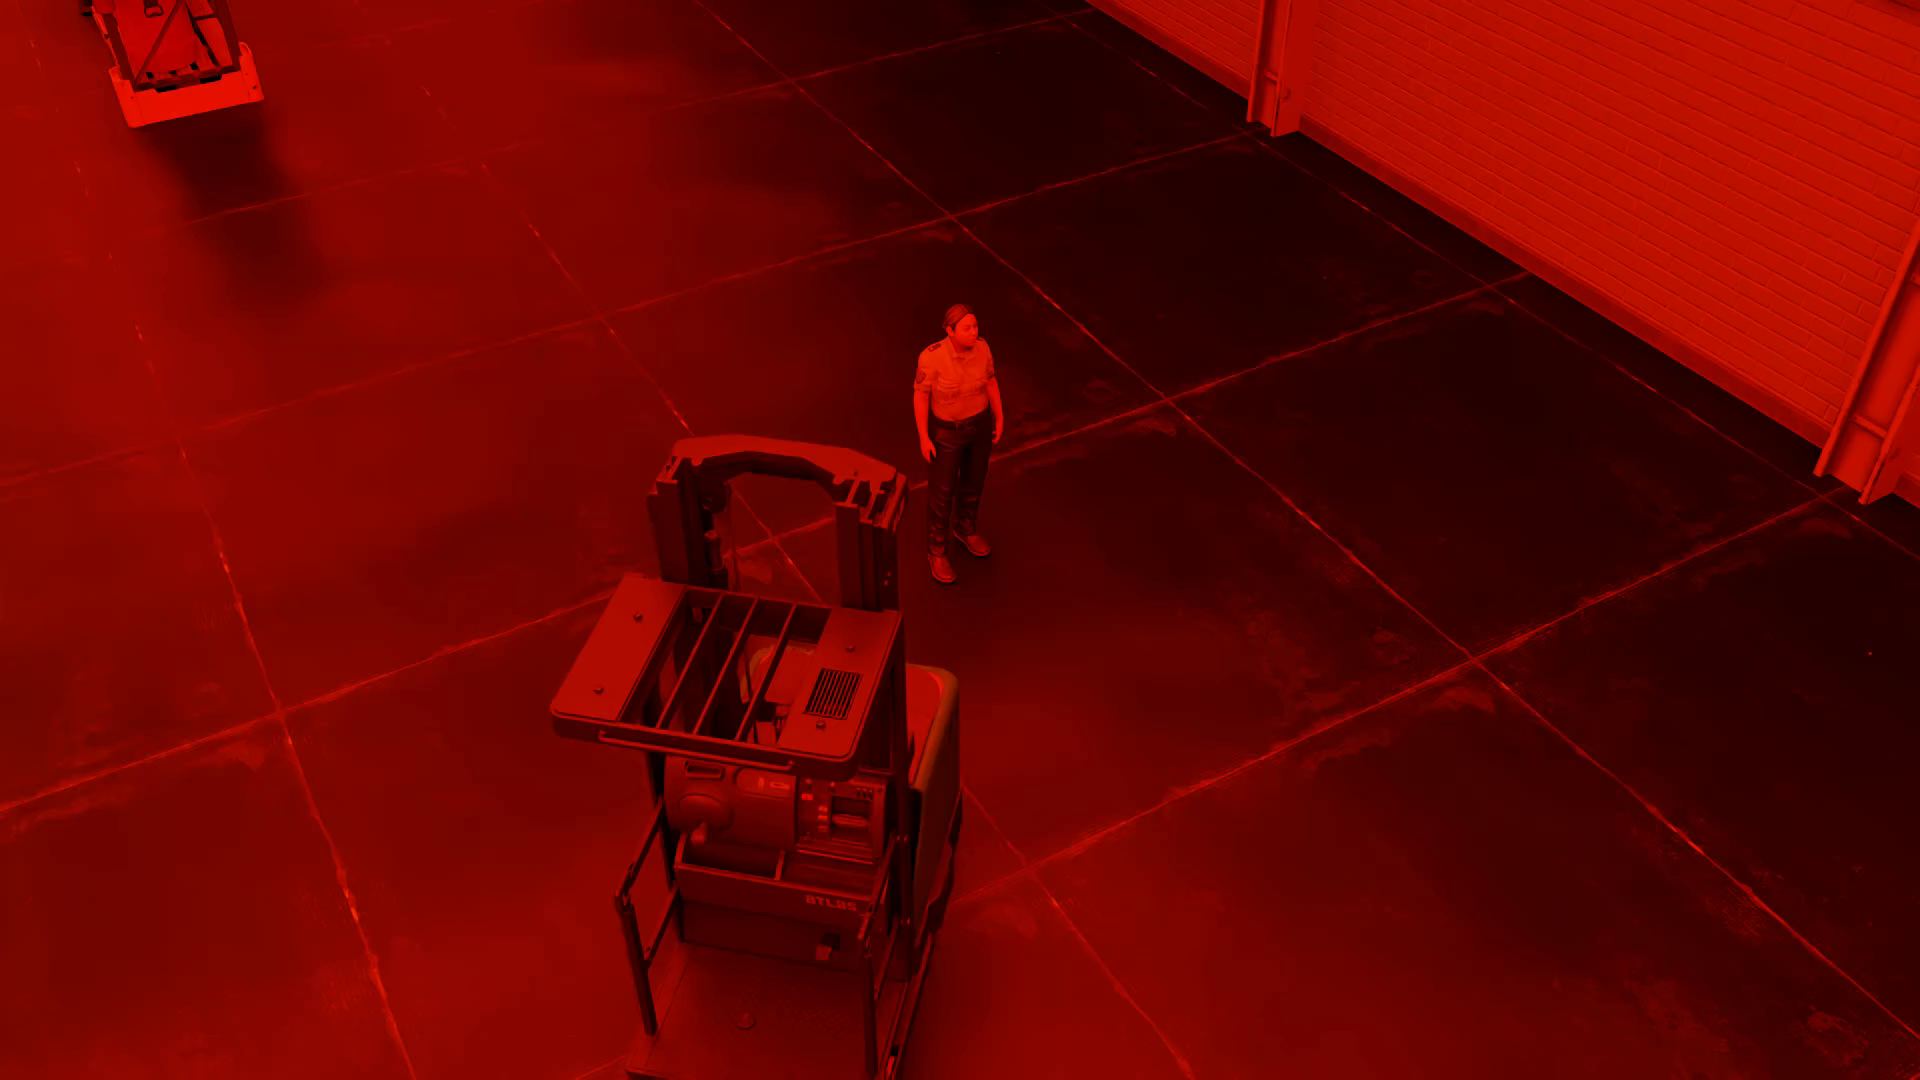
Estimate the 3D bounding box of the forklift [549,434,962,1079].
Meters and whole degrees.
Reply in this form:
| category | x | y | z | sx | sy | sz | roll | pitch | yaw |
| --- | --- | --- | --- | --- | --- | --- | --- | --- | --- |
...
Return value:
| category | x | y | z | sx | sy | sz | roll | pitch | yaw |
| --- | --- | --- | --- | --- | --- | --- | --- | --- | --- |
| forklift | -0.799 | 1.172 | 6.623 | 1.130 | 2.935 | 3.031 | 8 | 40 | 9 |

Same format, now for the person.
| category | x | y | z | sx | sy | sz | roll | pitch | yaw |
| --- | --- | --- | --- | --- | --- | --- | --- | --- | --- |
| person | 0.025 | -0.583 | 9.733 | 0.599 | 1.650 | 0.503 | -20 | 44 | -23 |
